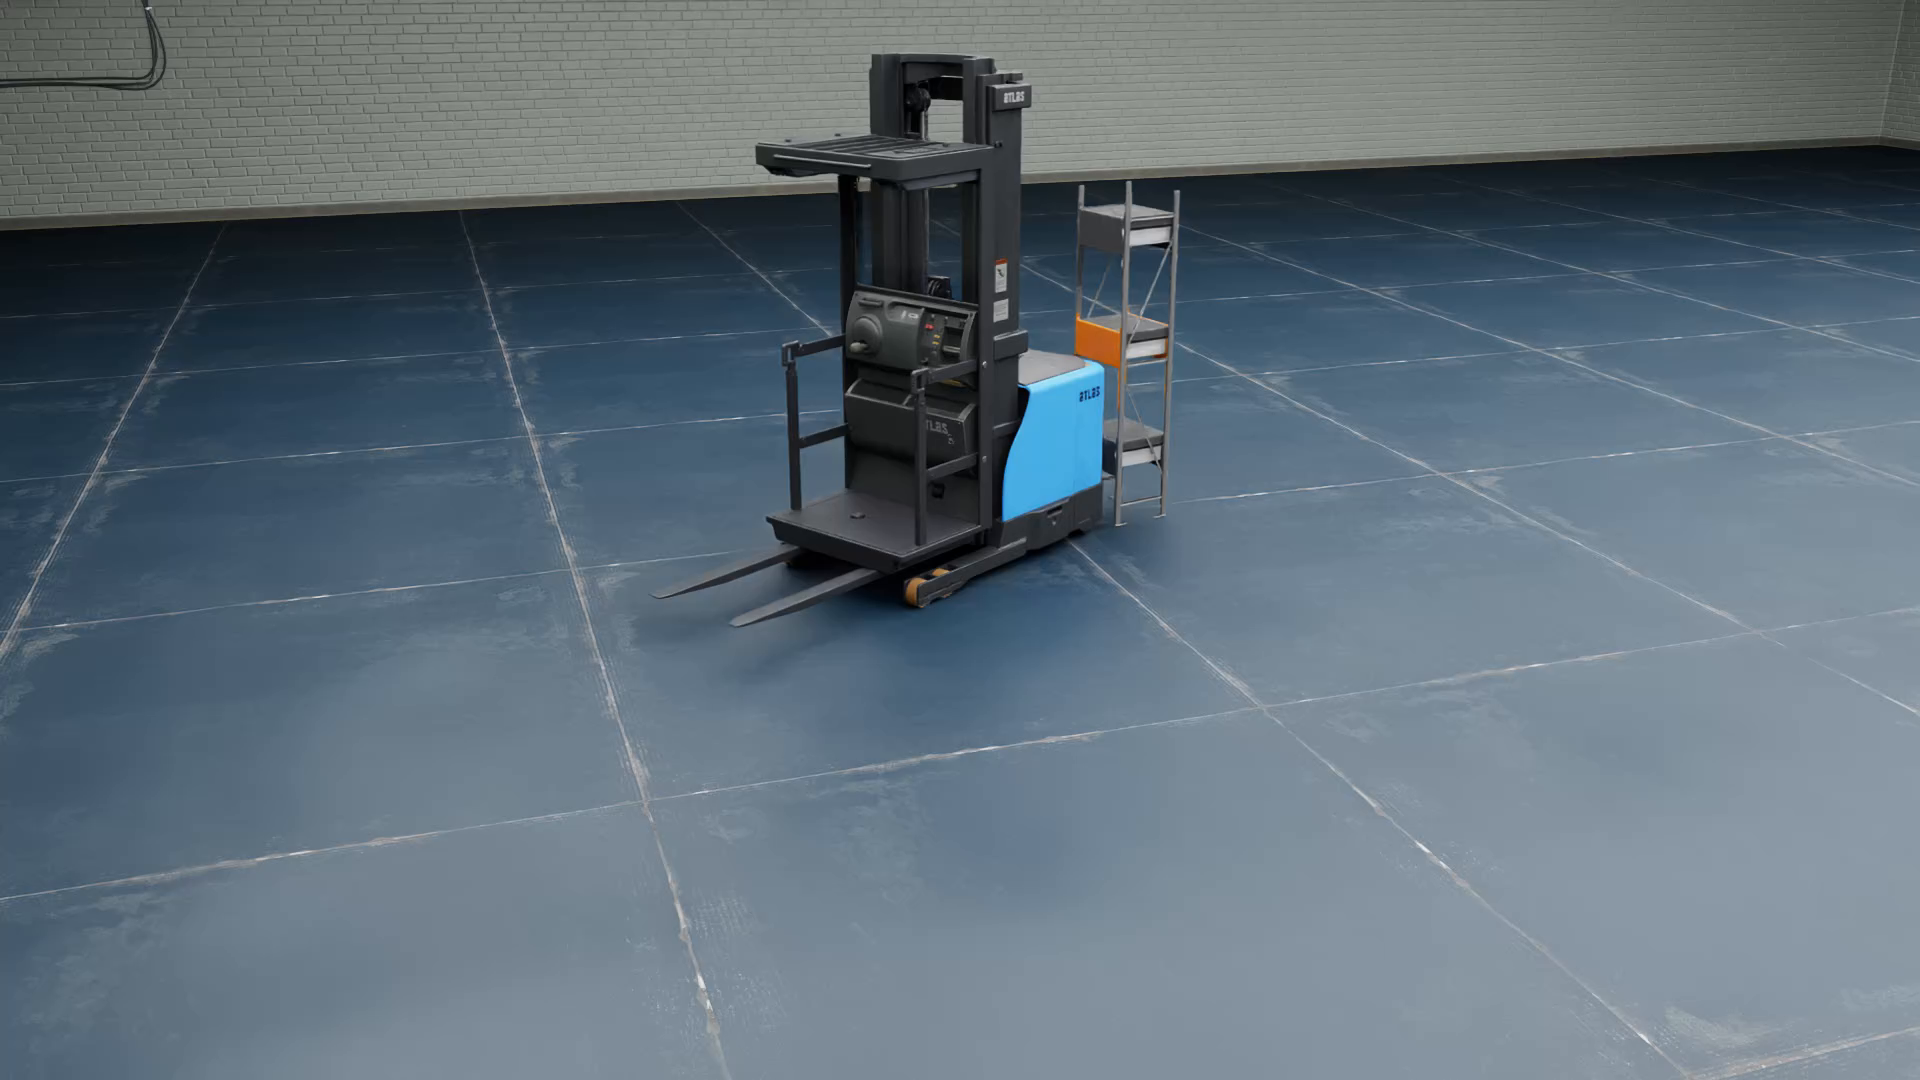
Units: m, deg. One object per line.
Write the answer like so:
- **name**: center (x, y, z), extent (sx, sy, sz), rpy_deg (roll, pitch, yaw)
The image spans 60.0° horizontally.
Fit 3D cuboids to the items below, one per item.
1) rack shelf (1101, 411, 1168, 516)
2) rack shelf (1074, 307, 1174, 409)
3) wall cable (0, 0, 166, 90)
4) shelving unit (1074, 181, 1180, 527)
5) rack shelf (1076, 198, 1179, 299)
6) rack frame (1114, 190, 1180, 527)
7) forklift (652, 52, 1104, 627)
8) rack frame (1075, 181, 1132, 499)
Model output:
- **rack shelf**: center (1.038, -0.505, 10.827), extent (0.431, 0.518, 0.480), rpy_deg (-12, 23, -29)
- **rack shelf**: center (1.038, -1.164, 10.590), extent (0.431, 0.518, 0.480), rpy_deg (-12, 23, -29)
- **wall cable**: center (-11.754, -6.864, 20.809), extent (3.097, 2.526, 0.112), rpy_deg (-6, 21, -17)
- **shelving unit**: center (1.038, -1.176, 10.585), extent (0.431, 2.100, 0.503), rpy_deg (-12, 23, -29)
- **rack shelf**: center (1.038, -1.822, 10.353), extent (0.431, 0.518, 0.480), rpy_deg (-12, 23, -29)
- **rack frame**: center (1.164, -1.106, 10.389), extent (0.400, 2.100, 0.015), rpy_deg (-12, 23, -29)
- **forklift**: center (-0.425, -1.189, 9.392), extent (1.130, 2.935, 3.031), rpy_deg (16, 25, 37)
- **rack frame**: center (0.912, -1.247, 10.782), extent (0.400, 2.100, 0.015), rpy_deg (-12, 23, -29)
